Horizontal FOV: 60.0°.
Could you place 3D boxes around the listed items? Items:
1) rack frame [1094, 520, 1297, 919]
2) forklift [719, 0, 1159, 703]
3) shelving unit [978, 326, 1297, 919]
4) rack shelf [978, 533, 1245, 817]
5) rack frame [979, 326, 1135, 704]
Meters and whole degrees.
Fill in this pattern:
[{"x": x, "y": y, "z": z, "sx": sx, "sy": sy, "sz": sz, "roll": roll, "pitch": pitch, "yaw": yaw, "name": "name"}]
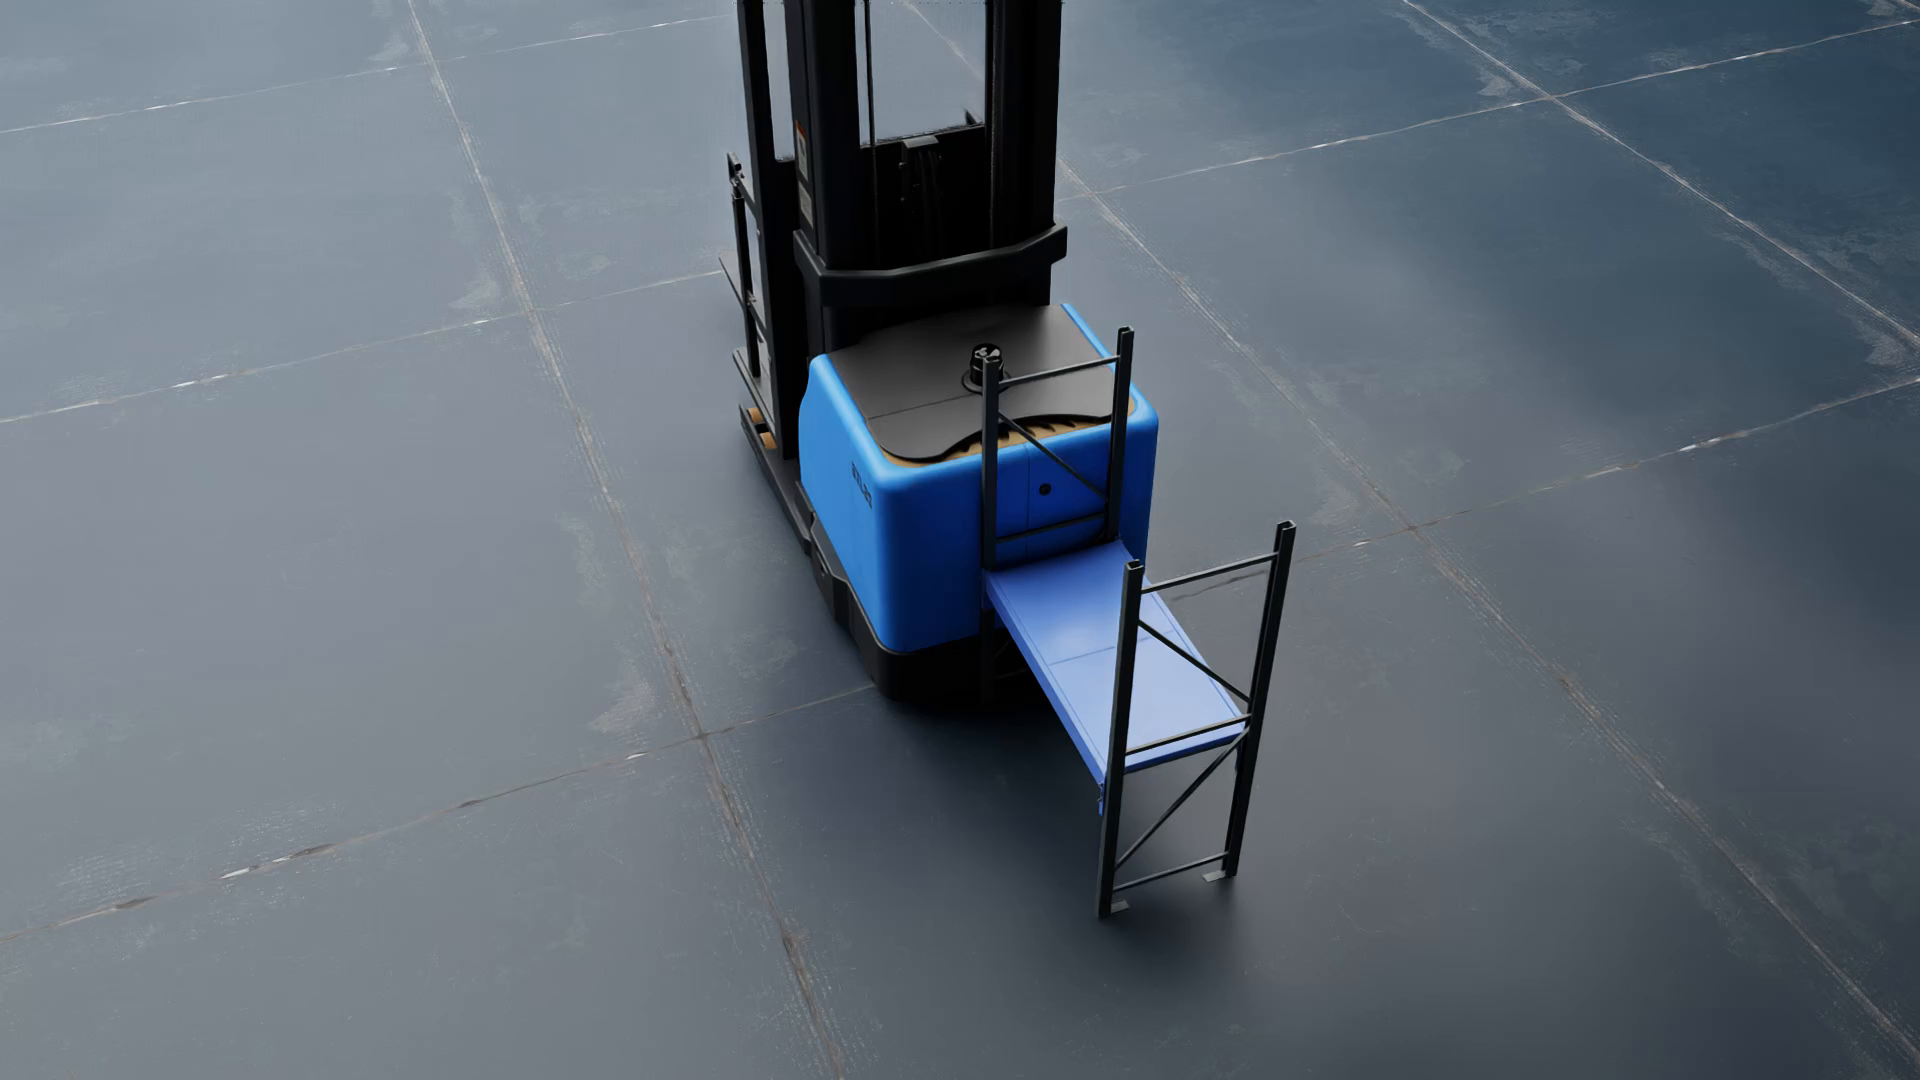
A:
[{"x": 0.672, "y": 0.580, "z": 4.925, "sx": 0.500, "sy": 1.500, "sz": 0.032, "roll": -14, "pitch": 43, "yaw": -16, "name": "rack frame"}, {"x": -0.308, "y": -1.497, "z": 6.243, "sx": 1.130, "sy": 2.935, "sz": 3.031, "roll": -14, "pitch": 43, "yaw": -16, "name": "forklift"}, {"x": 0.490, "y": 0.270, "z": 5.285, "sx": 0.538, "sy": 1.500, "sz": 1.048, "roll": -14, "pitch": 43, "yaw": -16, "name": "shelving unit"}, {"x": 0.490, "y": 0.407, "z": 5.403, "sx": 0.538, "sy": 0.185, "sz": 1.000, "roll": -14, "pitch": 43, "yaw": -16, "name": "rack shelf"}, {"x": 0.309, "y": -0.039, "z": 5.645, "sx": 0.500, "sy": 1.500, "sz": 0.032, "roll": -14, "pitch": 43, "yaw": -16, "name": "rack frame"}]
